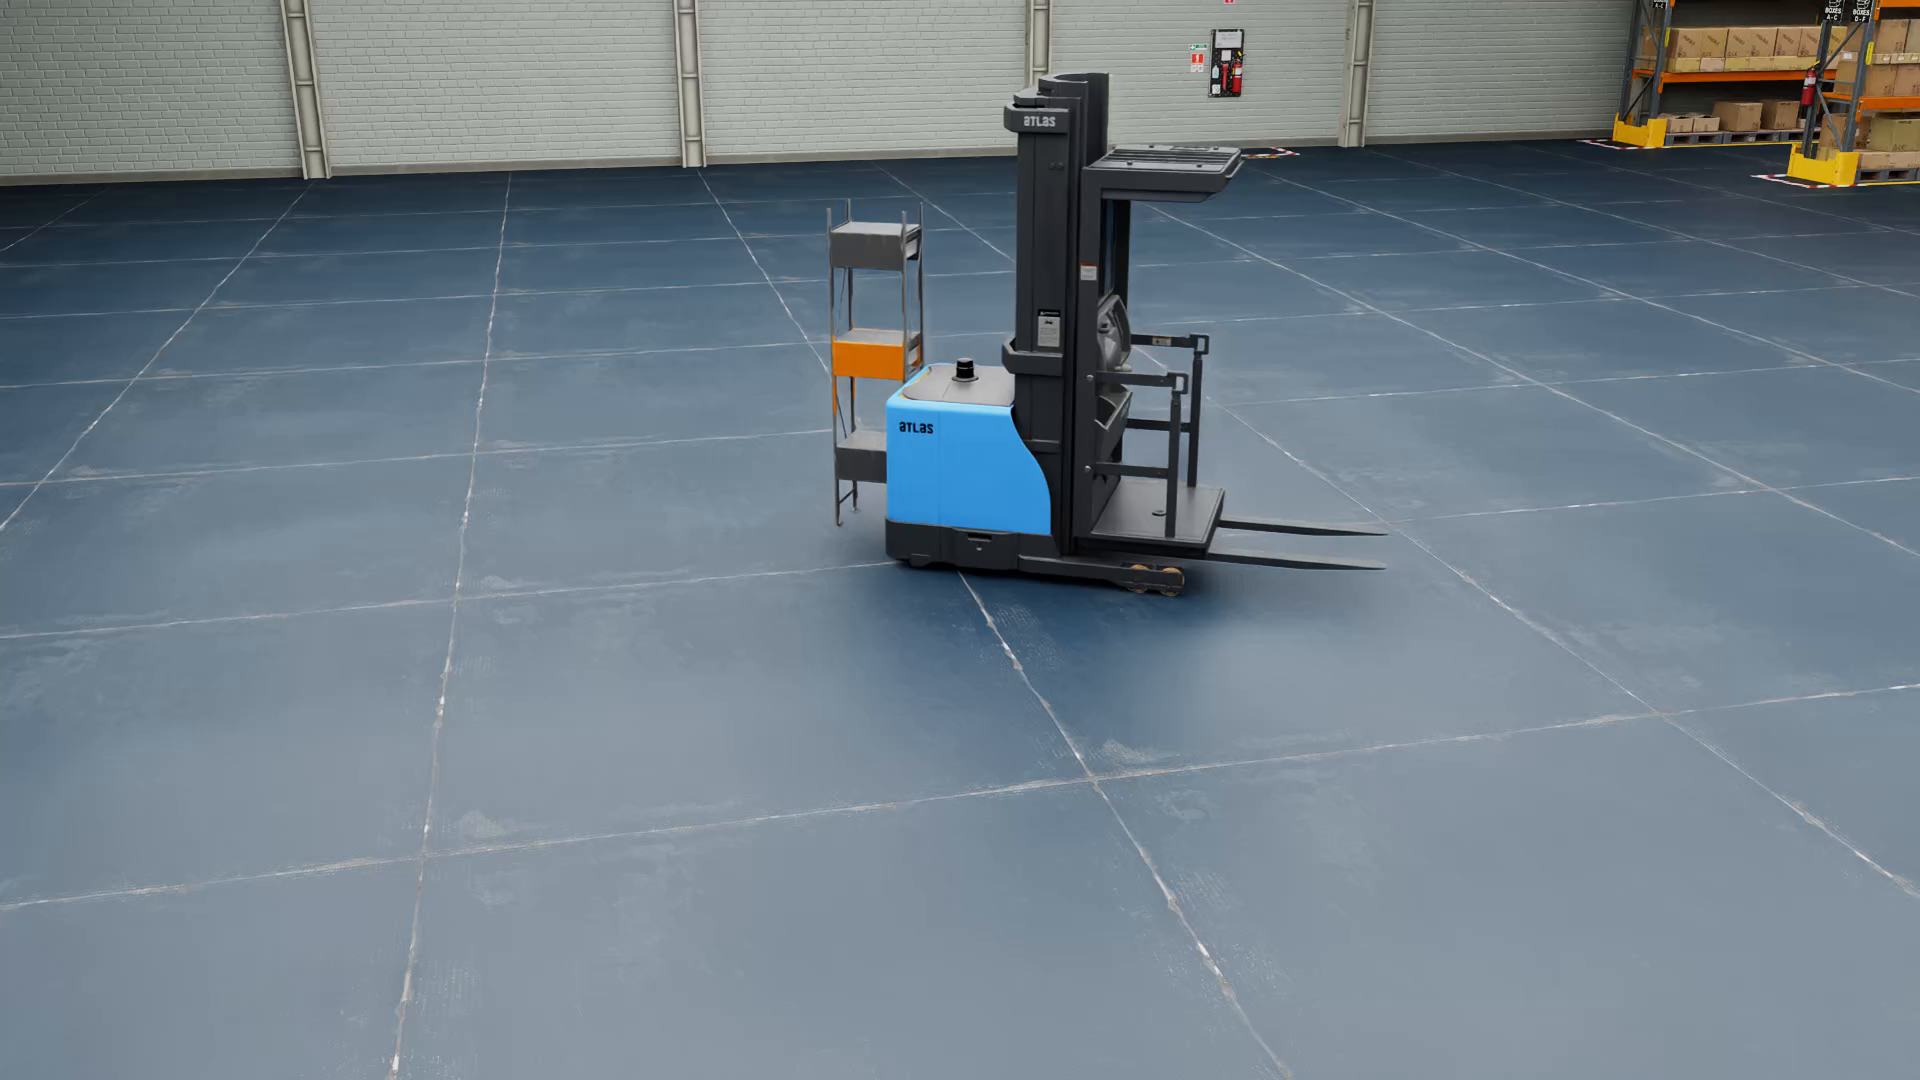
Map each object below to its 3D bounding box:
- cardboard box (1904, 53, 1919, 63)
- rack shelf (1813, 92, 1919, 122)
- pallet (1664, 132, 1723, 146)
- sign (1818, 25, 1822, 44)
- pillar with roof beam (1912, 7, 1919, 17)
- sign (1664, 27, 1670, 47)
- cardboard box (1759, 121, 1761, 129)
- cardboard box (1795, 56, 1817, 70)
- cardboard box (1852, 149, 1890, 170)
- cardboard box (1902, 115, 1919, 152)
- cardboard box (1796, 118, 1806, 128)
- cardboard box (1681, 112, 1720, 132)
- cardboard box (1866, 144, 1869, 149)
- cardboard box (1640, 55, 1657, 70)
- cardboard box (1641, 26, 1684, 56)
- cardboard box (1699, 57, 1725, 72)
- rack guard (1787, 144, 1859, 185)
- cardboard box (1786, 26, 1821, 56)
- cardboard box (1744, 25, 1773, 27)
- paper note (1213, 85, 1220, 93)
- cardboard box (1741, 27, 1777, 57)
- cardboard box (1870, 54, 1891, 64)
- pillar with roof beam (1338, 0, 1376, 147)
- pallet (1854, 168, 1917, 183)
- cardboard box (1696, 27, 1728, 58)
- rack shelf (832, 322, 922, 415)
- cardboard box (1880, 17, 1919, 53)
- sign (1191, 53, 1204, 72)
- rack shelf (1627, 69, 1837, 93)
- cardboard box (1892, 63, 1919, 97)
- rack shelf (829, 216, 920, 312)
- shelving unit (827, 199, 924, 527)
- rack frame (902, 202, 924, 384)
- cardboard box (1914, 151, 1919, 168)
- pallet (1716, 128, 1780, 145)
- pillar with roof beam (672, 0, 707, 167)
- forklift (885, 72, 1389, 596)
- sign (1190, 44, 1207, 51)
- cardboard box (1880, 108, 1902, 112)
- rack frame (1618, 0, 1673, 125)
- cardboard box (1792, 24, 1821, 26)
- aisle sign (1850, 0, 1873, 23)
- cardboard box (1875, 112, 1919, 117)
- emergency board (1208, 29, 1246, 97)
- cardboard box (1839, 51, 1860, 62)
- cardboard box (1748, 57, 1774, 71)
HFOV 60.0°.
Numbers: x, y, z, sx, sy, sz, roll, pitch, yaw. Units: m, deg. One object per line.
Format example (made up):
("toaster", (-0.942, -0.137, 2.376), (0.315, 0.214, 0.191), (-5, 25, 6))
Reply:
("cardboard box", (14.627, -7.488, 25.806), (0.250, 0.149, 0.380), (-5, 21, -12))
("rack shelf", (15.642, -6.957, 26.491), (4.000, 0.370, 1.077), (-5, 21, -12))
("pallet", (13.425, -7.543, 31.100), (1.213, 0.211, 1.003), (-5, 21, -12))
("sign", (13.585, -7.974, 26.194), (0.005, 0.325, 0.100), (-5, 21, -12))
("pillar with roof beam", (19.864, -10.990, 27.733), (0.400, 9.000, 9.100), (-5, 21, -12))
("sign", (12.678, -9.019, 29.816), (0.005, 0.325, 0.100), (-5, 21, -12))
("cardboard box", (14.884, -7.859, 31.413), (0.250, 0.149, 0.380), (-6, 21, -17))
("cardboard box", (15.567, -8.874, 30.868), (0.500, 0.250, 0.500), (-5, 21, -12))
("cardboard box", (14.269, -6.010, 26.248), (0.500, 0.250, 0.500), (-5, 21, -12))
("cardboard box", (15.239, -6.447, 26.349), (0.500, 0.500, 0.500), (-5, 21, -12))
("cardboard box", (15.932, -7.935, 31.594), (0.250, 0.166, 0.380), (-7, 21, -20))
("cardboard box", (13.801, -7.808, 31.038), (0.500, 0.311, 0.500), (-3, 20, -8))
("cardboard box", (14.634, -6.227, 26.841), (0.500, 0.250, 0.500), (-5, 21, -12))
("cardboard box", (12.963, -8.835, 30.761), (0.500, 0.250, 0.500), (-4, 21, -12))
("cardboard box", (12.962, -9.194, 30.650), (0.500, 0.500, 0.500), (-5, 21, -13))
("cardboard box", (13.603, -8.711, 30.424), (0.500, 0.250, 0.500), (-5, 21, -14))
("rack guard", (13.673, -5.961, 26.360), (0.348, 0.500, 1.175), (-5, 21, -12))
("cardboard box", (15.572, -9.220, 30.721), (0.500, 0.500, 0.500), (-5, 21, -13))
("cardboard box", (14.949, -9.357, 31.097), (0.500, 0.500, 0.500), (-4, 21, -11))
("paper note", (4.594, -8.077, 29.783), (0.142, 0.148, 0.016), (-5, 21, -12))
("cardboard box", (14.573, -9.142, 30.509), (0.500, 0.500, 0.500), (-4, 20, -11))
("cardboard box", (14.128, -7.447, 25.694), (0.250, 0.149, 0.380), (-5, 21, -13))
("pillar with roof beam", (8.186, -10.040, 25.140), (0.400, 9.000, 9.100), (-5, 21, -12))
("pallet", (14.431, -5.902, 26.618), (1.213, 0.211, 1.003), (-5, 21, -12))
("cardboard box", (13.570, -9.058, 30.280), (0.500, 0.500, 0.500), (-5, 21, -12))
("rack shelf", (-0.531, -1.102, 10.809), (0.480, 0.518, 0.431), (5, 21, 14))
("cardboard box", (14.715, -7.873, 25.914), (0.500, 0.500, 0.700), (-5, 21, -14))
("sign", (4.220, -8.489, 29.576), (0.234, 0.329, 0.001), (-5, 21, -12))
("rack shelf", (14.499, -8.615, 31.017), (4.000, 0.370, 1.077), (-5, 21, -12))
("cardboard box", (14.663, -7.259, 26.125), (0.500, 0.500, 0.700), (-4, 21, -11))
("rack shelf", (-0.531, -1.759, 10.568), (0.480, 0.518, 0.431), (5, 21, 14))
("shelving unit", (-0.531, -1.114, 10.804), (0.503, 2.100, 0.431), (5, 21, 14))
("rack frame", (-0.296, -1.092, 10.743), (0.015, 2.100, 0.400), (5, 21, 14))
("cardboard box", (15.242, -6.091, 26.467), (0.500, 0.250, 0.500), (-5, 21, -12))
("pallet", (14.610, -7.639, 31.361), (1.213, 0.211, 1.003), (-5, 21, -12))
("pillar with roof beam", (-3.492, -9.090, 22.548), (0.400, 9.000, 9.100), (-5, 21, -12))
("forklift", (1.110, -1.245, 9.952), (3.031, 2.935, 1.130), (5, 21, 14))
("sign", (4.227, -8.735, 29.477), (0.331, 0.109, 0.001), (-5, 21, -12))
("cardboard box", (17.649, -8.265, 32.011), (0.500, 0.500, 0.700), (-5, 21, -14))
("rack frame", (12.553, -8.794, 30.461), (0.127, 3.000, 1.000), (-5, 21, -12))
("cardboard box", (15.940, -9.435, 31.308), (0.500, 0.500, 0.500), (-5, 21, -14))
("aisle sign", (13.703, -8.249, 25.194), (0.004, 0.787, 0.394), (-5, 21, -12))
("cardboard box", (15.119, -6.621, 26.824), (0.500, 0.500, 0.500), (-5, 21, -12))
("emergency board", (4.782, -8.481, 29.607), (0.643, 1.169, 0.194), (-5, 21, -12))
("cardboard box", (14.024, -7.582, 26.063), (0.250, 0.149, 0.380), (-5, 21, -13))
("cardboard box", (14.592, -8.789, 30.636), (0.500, 0.250, 0.500), (-4, 21, -12))
